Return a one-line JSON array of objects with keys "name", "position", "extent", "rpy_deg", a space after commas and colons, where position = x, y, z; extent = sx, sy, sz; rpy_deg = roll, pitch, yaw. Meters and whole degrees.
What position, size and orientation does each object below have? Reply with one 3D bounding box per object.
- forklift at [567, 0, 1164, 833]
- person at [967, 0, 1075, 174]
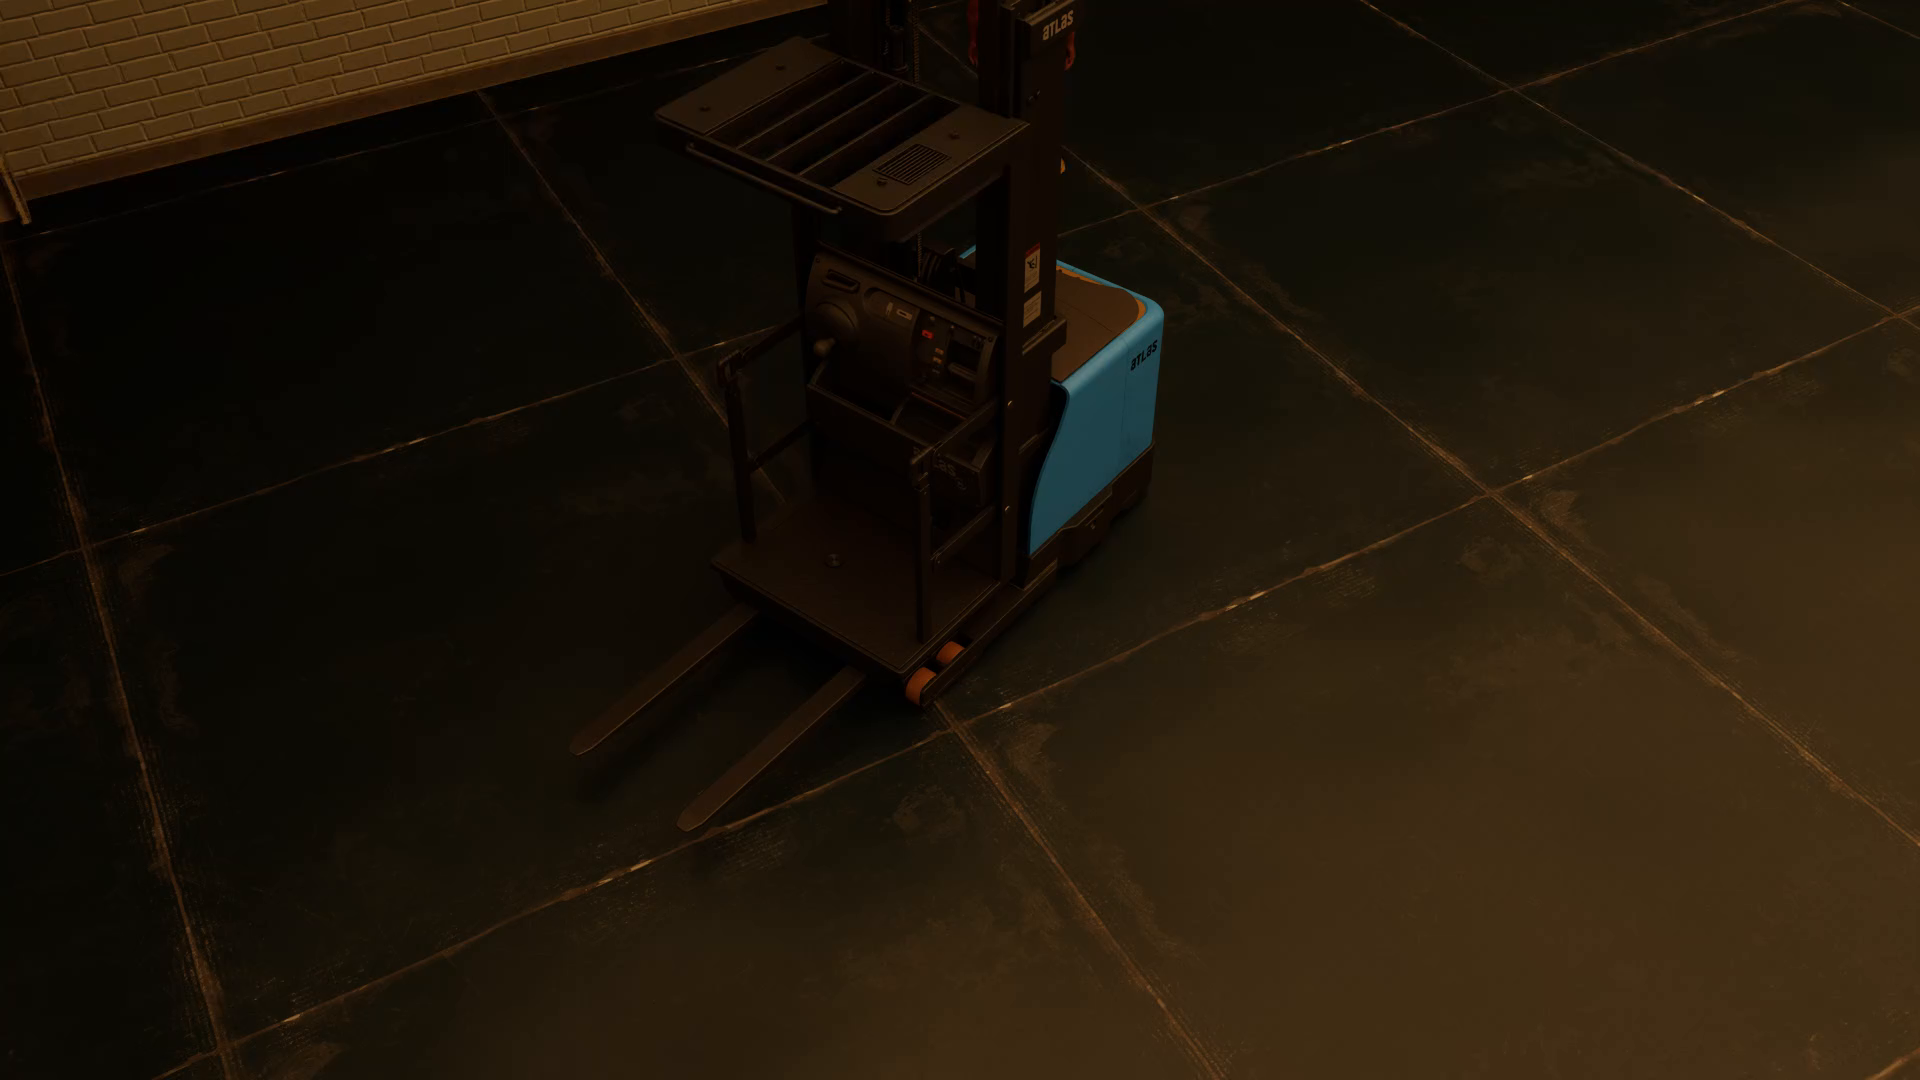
[{"name": "forklift", "position": [-0.375, -0.749, 6.505], "extent": [1.130, 2.935, 3.031], "rpy_deg": [28, 50, 27]}, {"name": "person", "position": [0.359, -2.902, 9.690], "extent": [0.631, 1.760, 0.463], "rpy_deg": [5, 43, 5]}]
